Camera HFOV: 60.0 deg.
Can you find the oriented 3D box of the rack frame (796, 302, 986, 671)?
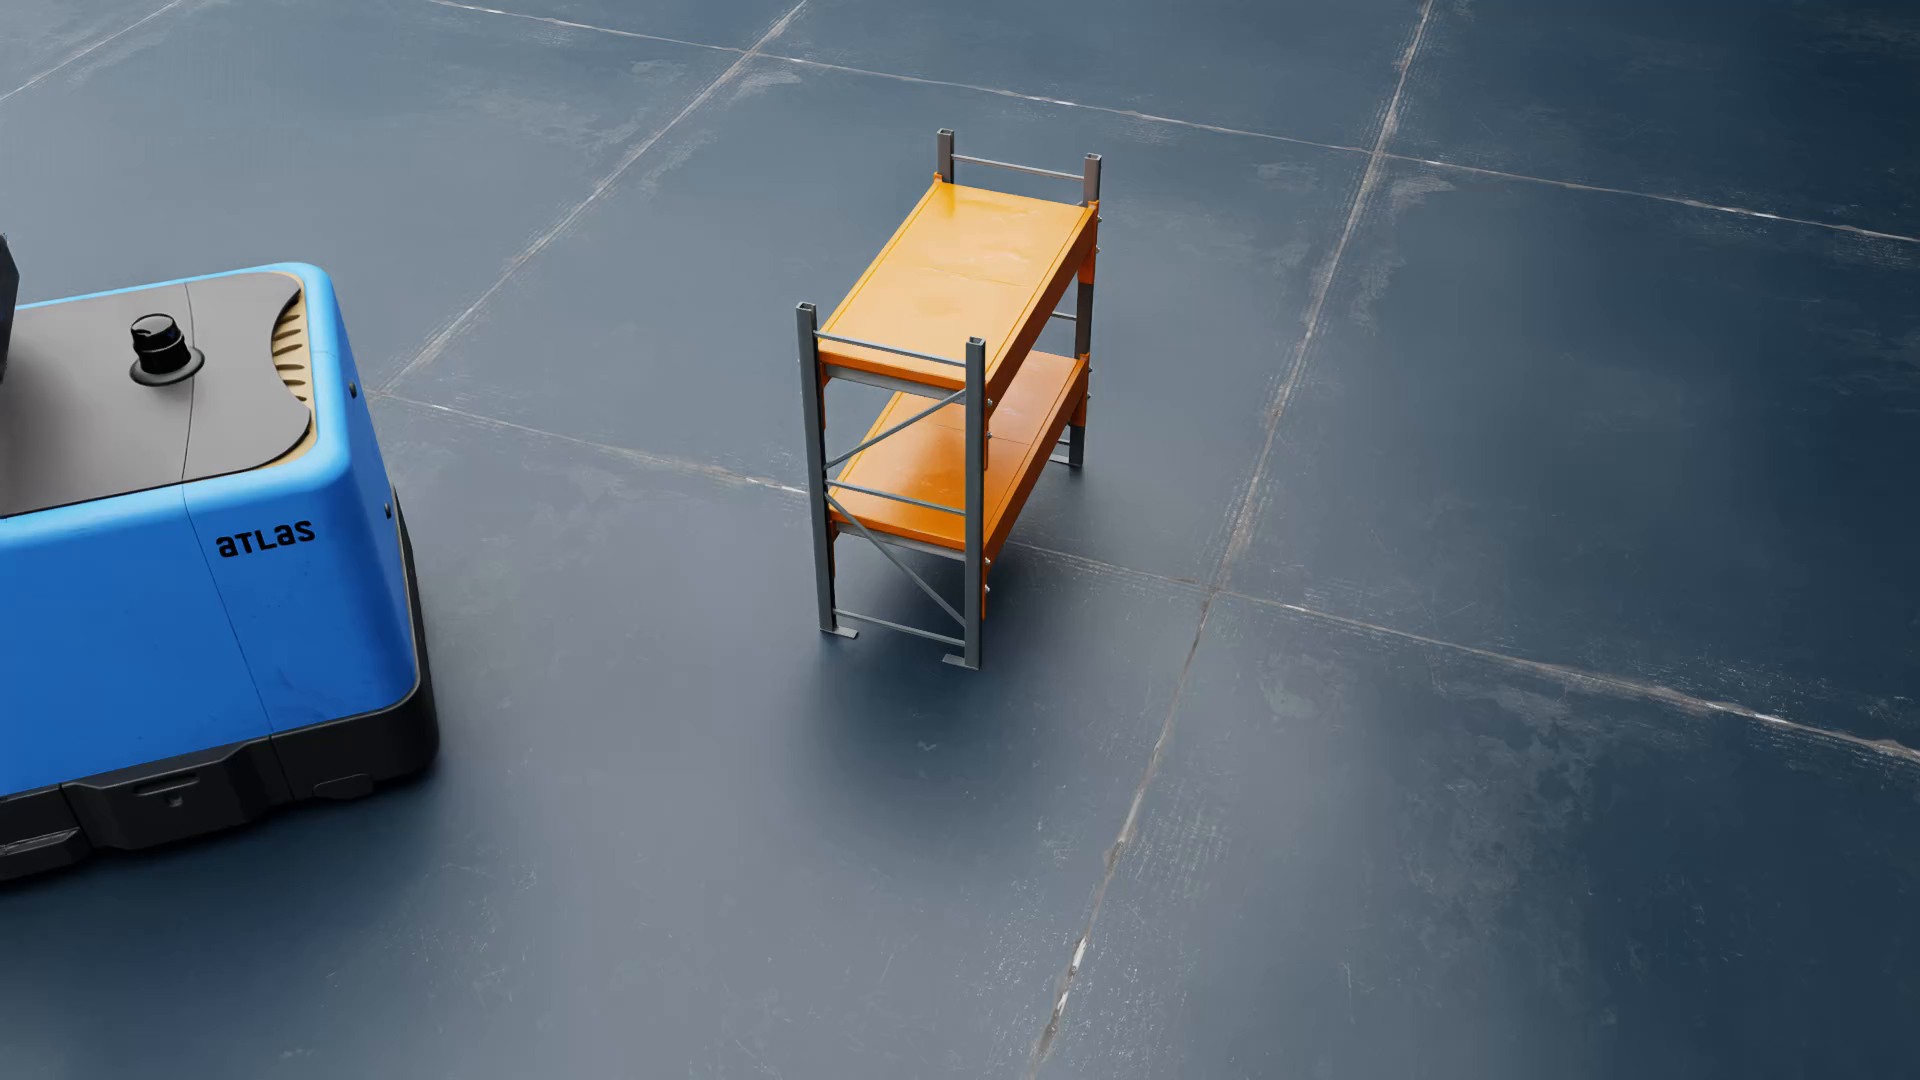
[{"bbox_3d":[-0.176,-0.114,4.517,0.500,1.125,0.032,13,42,15],"label":"rack frame"}]

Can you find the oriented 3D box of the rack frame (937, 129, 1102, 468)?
[{"bbox_3d":[0.172,-0.734,5.243,0.500,1.125,0.032,13,42,15],"label":"rack frame"}]

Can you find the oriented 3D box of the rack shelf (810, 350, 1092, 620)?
[{"bbox_3d":[-0.002,-0.238,5.039,0.538,0.278,1.000,13,42,15],"label":"rack shelf"}]

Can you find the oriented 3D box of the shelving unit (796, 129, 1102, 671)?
[{"bbox_3d":[-0.002,-0.424,4.880,0.538,1.125,1.048,13,42,15],"label":"shelving unit"}]

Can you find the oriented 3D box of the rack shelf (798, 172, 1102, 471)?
[{"bbox_3d":[-0.002,-0.646,4.690,0.538,0.278,1.000,13,42,15],"label":"rack shelf"}]

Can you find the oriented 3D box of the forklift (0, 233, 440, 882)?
[{"bbox_3d":[-2.981,-0.459,3.530,3.031,2.935,1.130,-13,42,-14],"label":"forklift"}]
